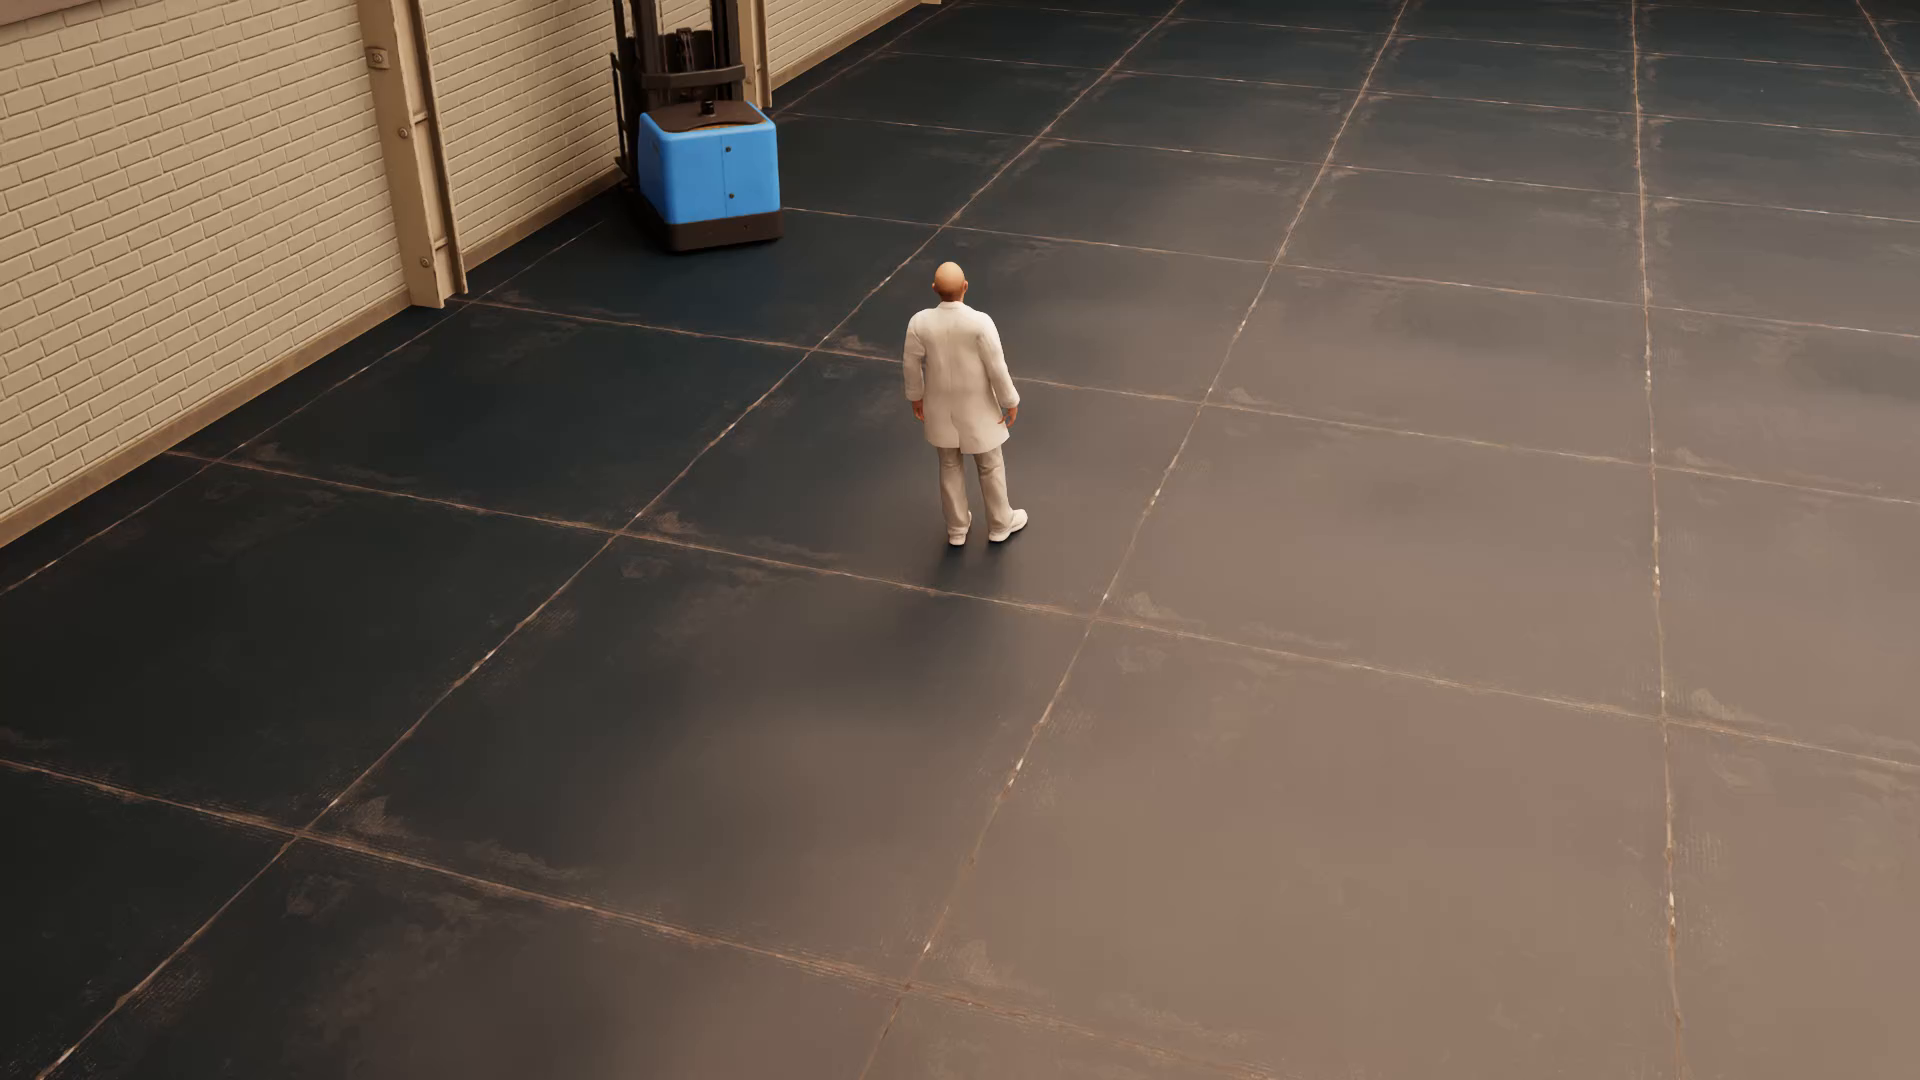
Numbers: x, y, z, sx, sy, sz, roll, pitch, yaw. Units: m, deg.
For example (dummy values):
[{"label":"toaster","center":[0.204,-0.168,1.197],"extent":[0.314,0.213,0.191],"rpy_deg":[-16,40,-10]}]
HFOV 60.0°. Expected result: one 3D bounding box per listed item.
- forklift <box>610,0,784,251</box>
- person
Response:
[{"label":"forklift","center":[-2.589,-4.473,14.983],"extent":[1.130,2.935,3.031],"rpy_deg":[-12,32,-19]},{"label":"person","center":[0.034,-0.820,9.725],"extent":[0.696,1.776,0.581],"rpy_deg":[10,31,16]}]
